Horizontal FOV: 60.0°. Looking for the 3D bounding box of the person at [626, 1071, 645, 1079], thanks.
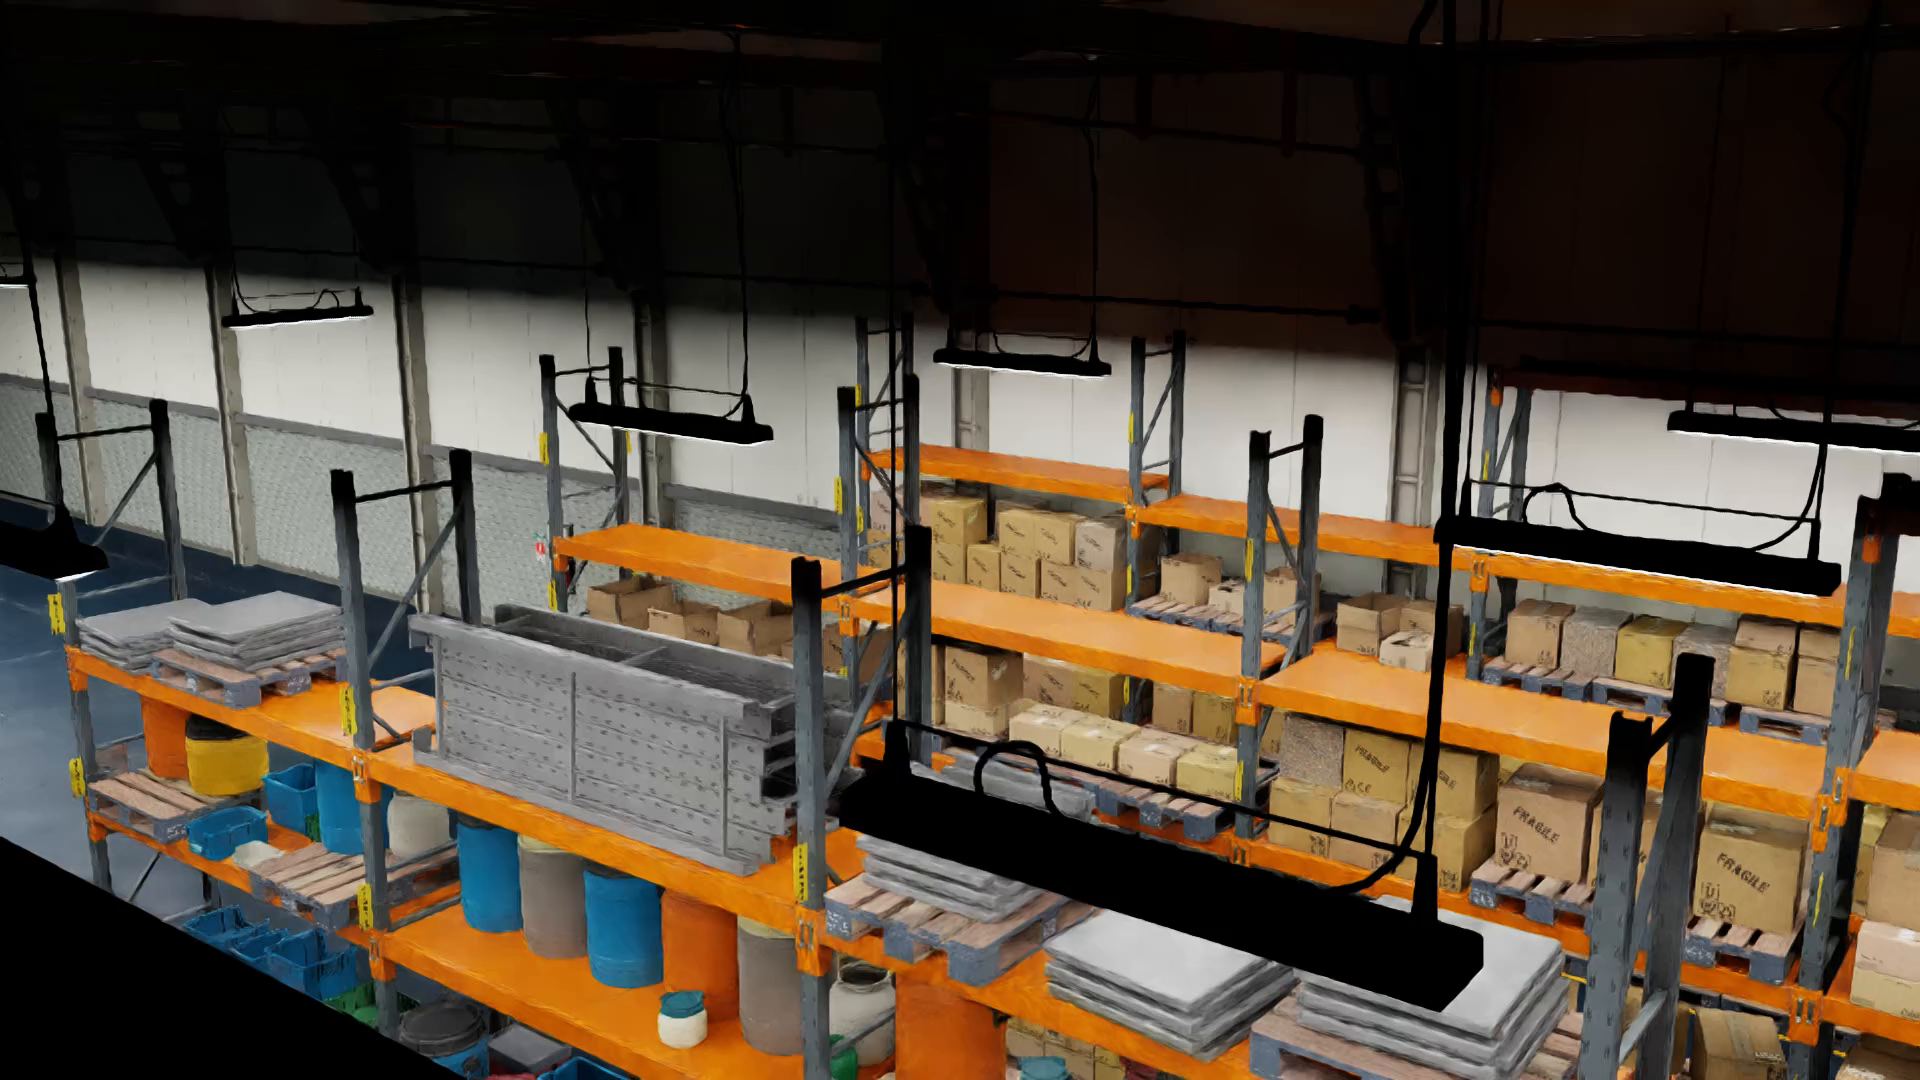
[{"bbox_3d":[-2.346,4.226,13.077,0.628,1.756,0.446,1,13,5],"label":"person"}]
